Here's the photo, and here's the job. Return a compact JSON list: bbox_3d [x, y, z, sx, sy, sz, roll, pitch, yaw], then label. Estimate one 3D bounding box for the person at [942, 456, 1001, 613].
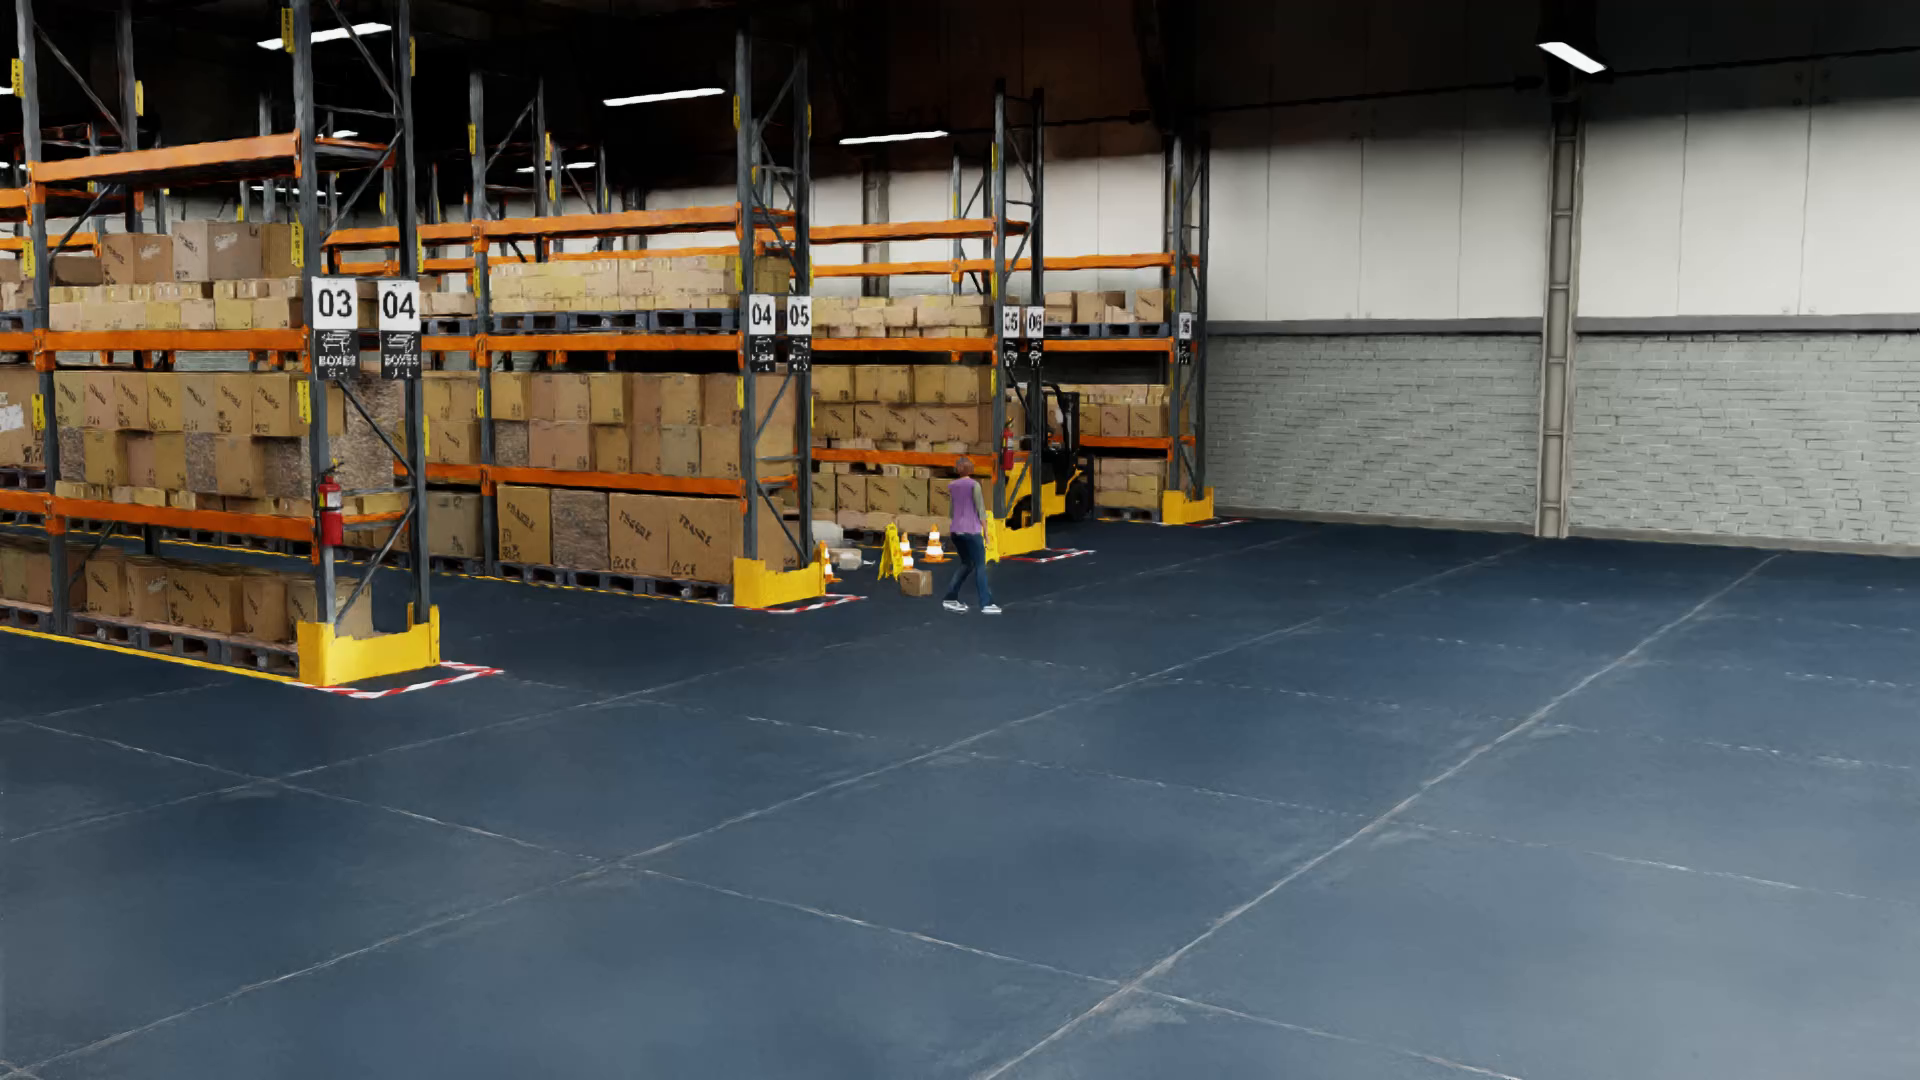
[{"bbox_3d":[0.113,-0.045,16.725,0.442,1.556,0.544,-6,9,-43],"label":"person"}]
